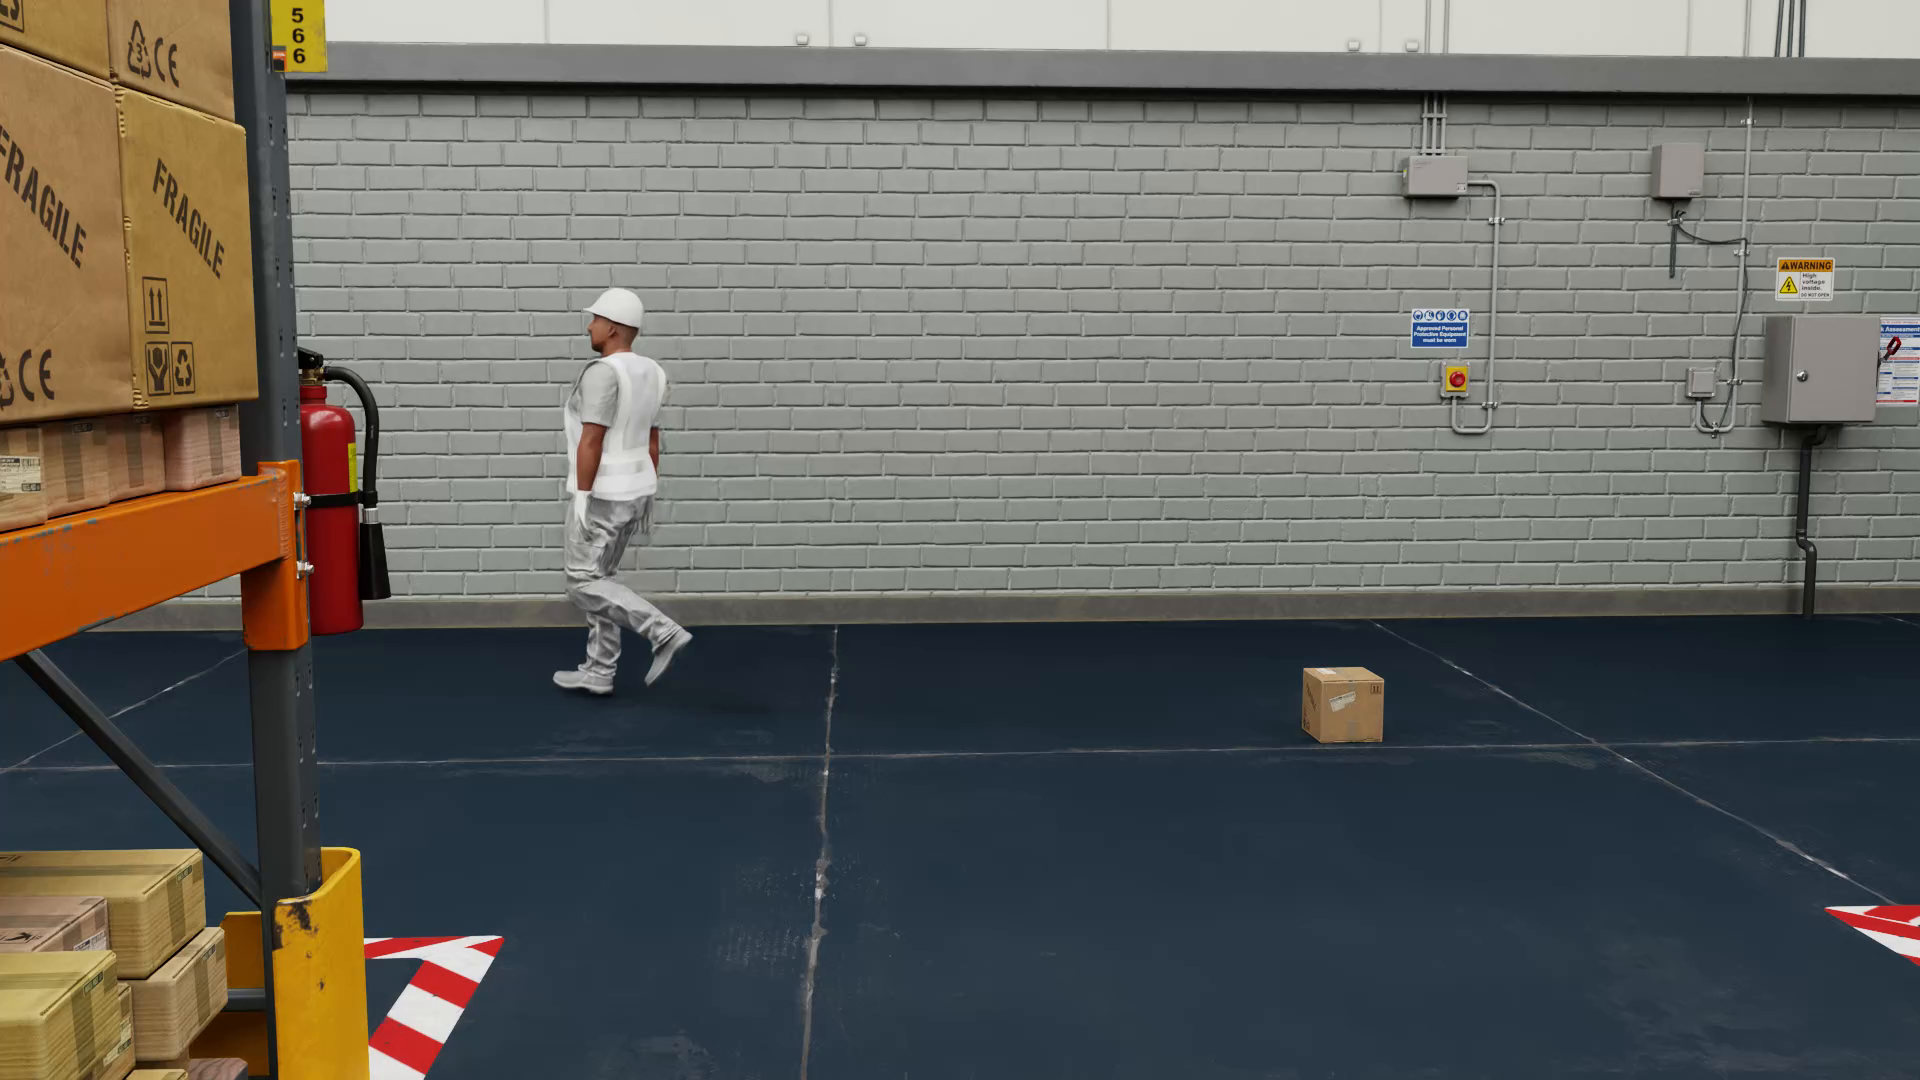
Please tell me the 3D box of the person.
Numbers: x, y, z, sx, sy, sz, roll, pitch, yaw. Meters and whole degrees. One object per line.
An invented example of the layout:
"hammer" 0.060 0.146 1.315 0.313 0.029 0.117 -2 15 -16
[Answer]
"person" -1.504 -0.535 7.155 0.346 1.086 0.556 2 7 16
